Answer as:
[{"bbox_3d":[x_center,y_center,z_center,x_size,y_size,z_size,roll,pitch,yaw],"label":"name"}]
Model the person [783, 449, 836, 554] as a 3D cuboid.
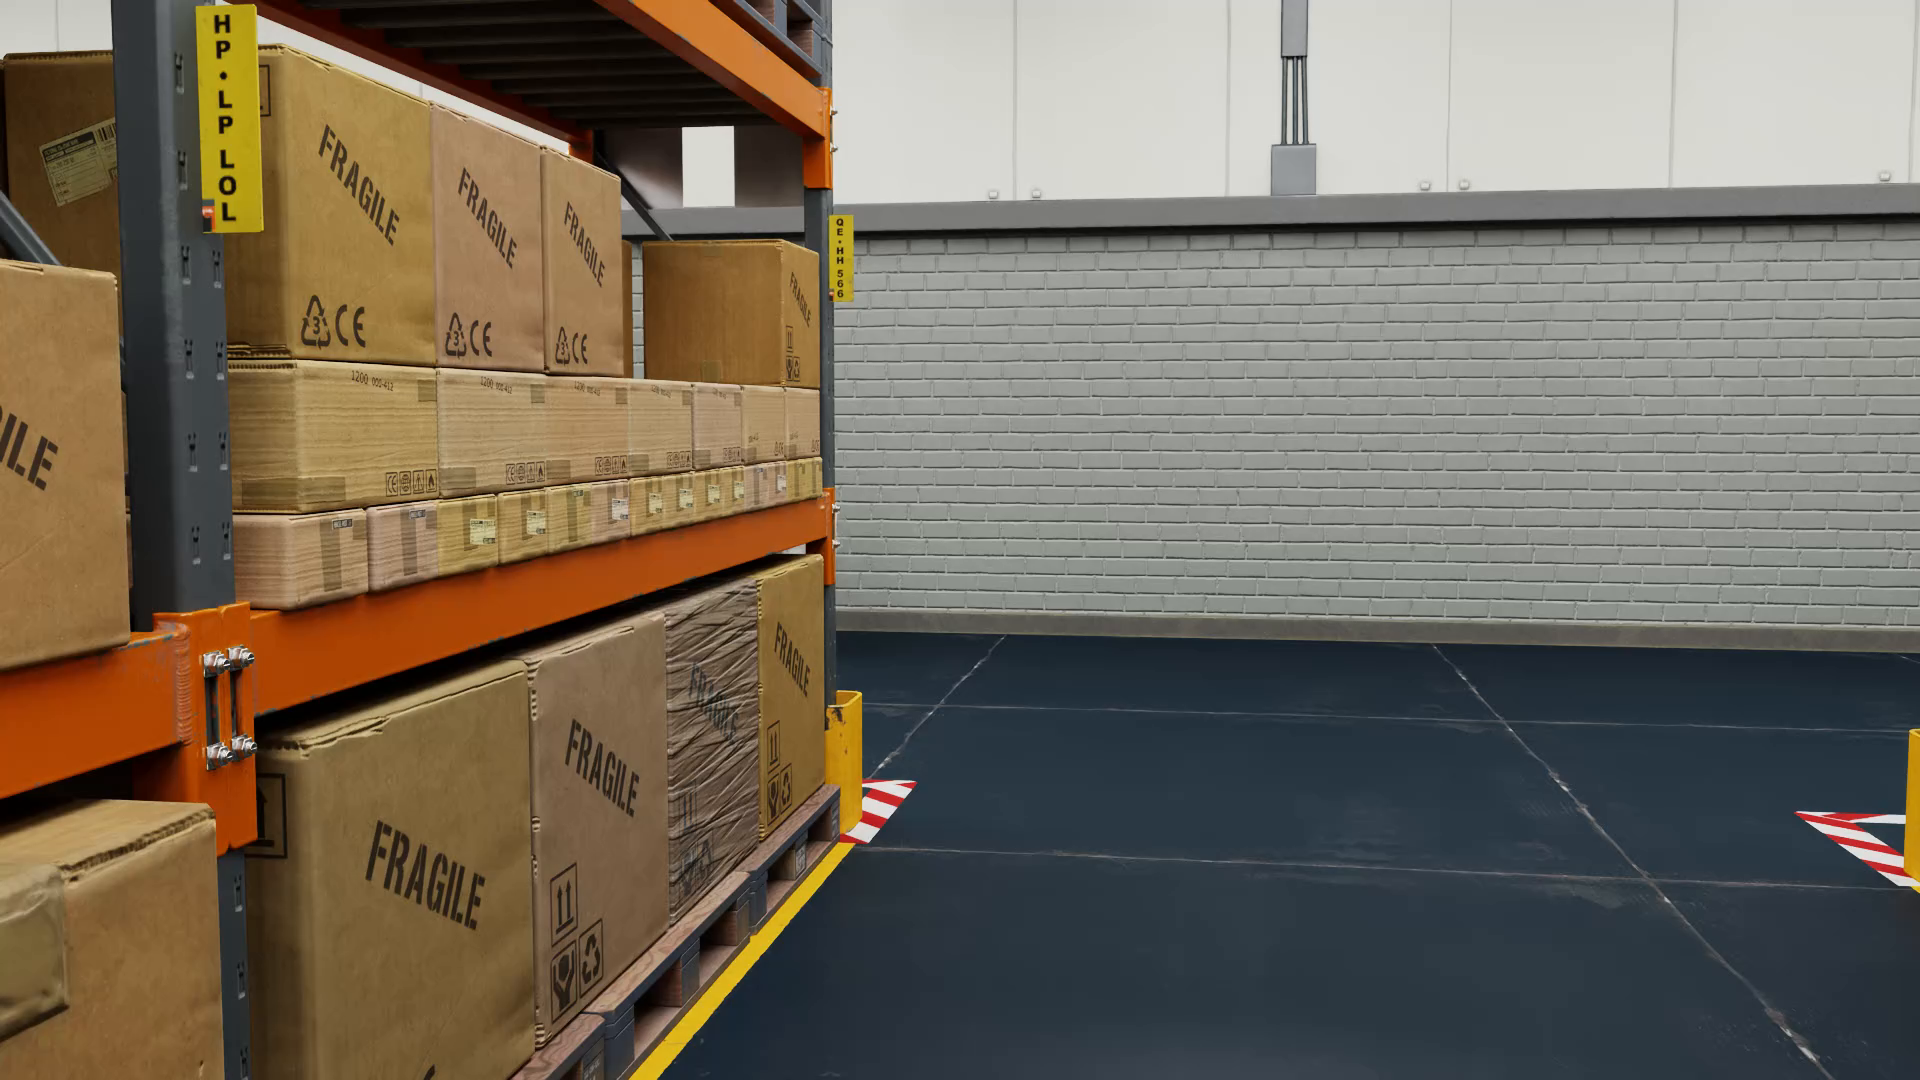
[{"bbox_3d":[-1.114,-0.113,10.920,0.565,1.781,0.489,1,4,9],"label":"person"}]
